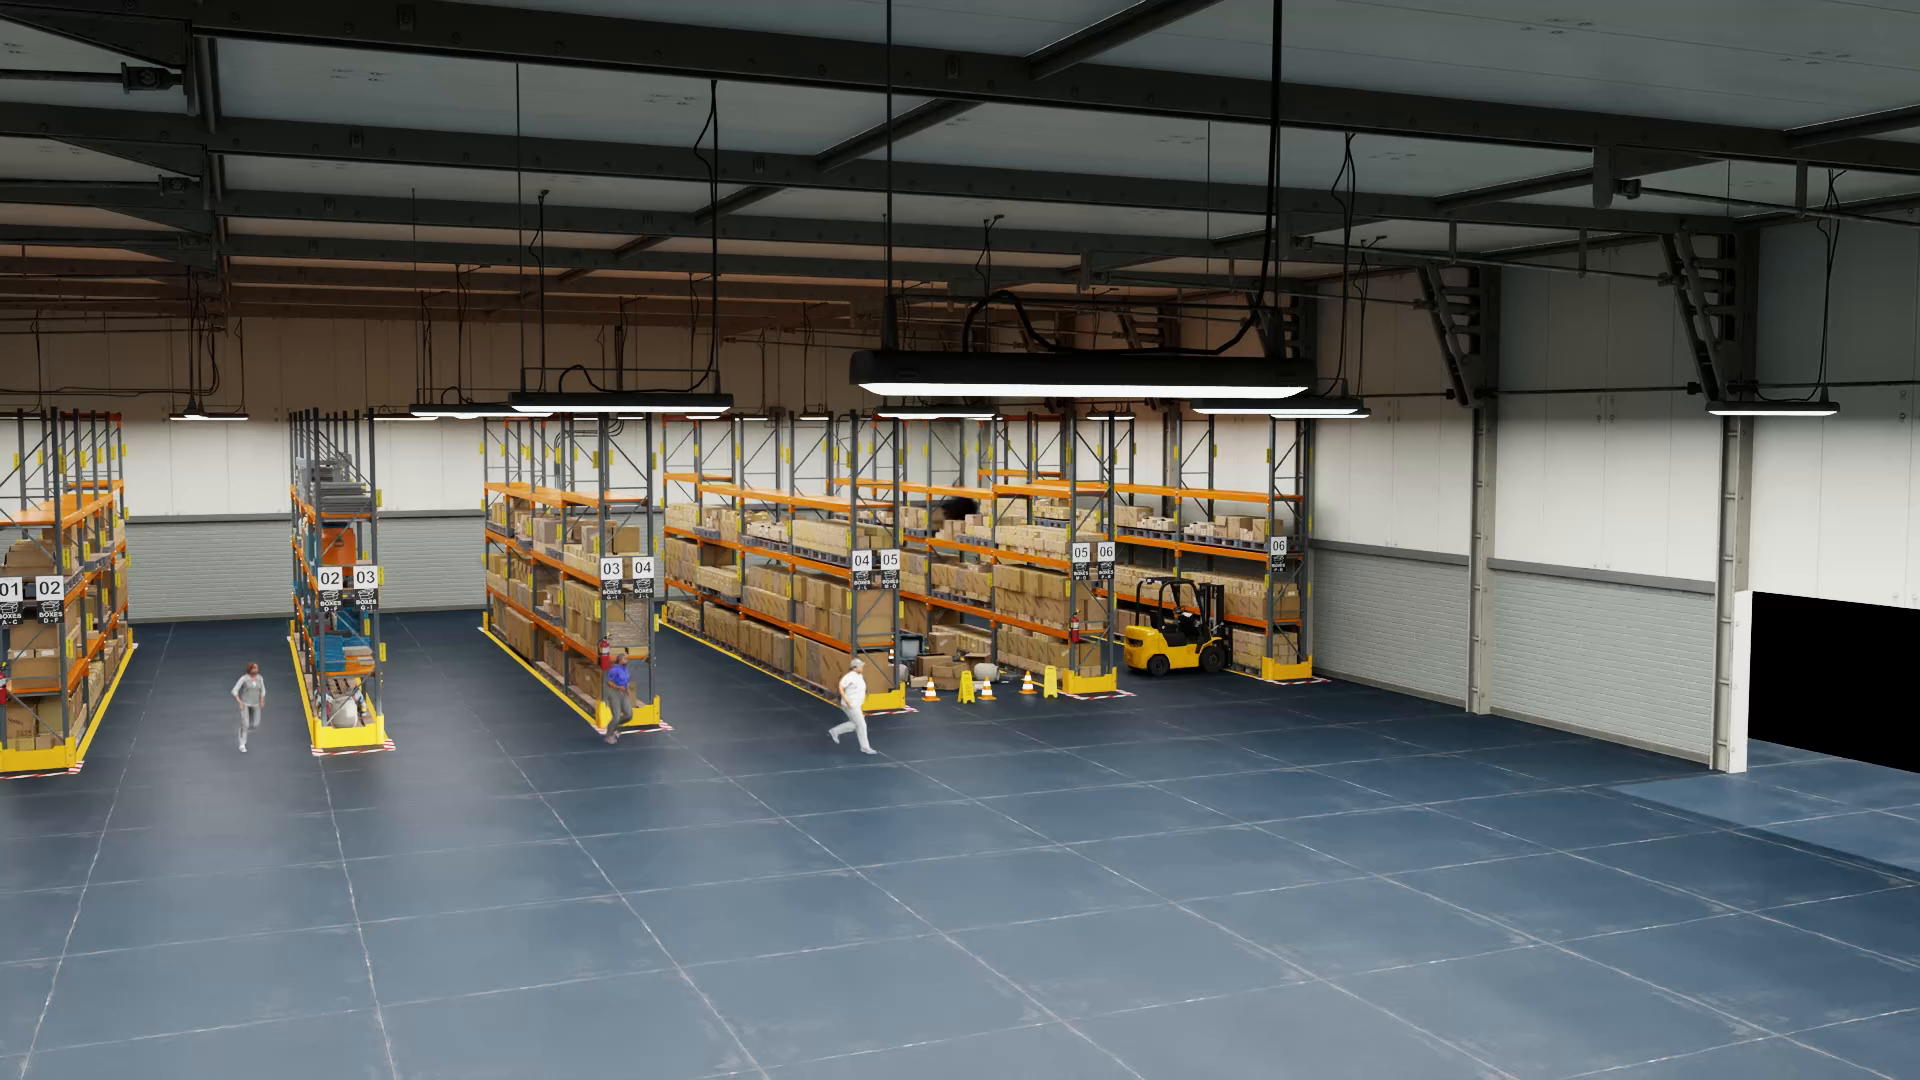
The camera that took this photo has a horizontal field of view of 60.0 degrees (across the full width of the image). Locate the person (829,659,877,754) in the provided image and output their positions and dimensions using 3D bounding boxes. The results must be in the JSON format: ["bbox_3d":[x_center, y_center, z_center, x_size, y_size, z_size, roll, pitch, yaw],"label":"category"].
[{"bbox_3d":[-1.883,2.886,28.948,0.879,1.662,0.630,1,4,17],"label":"person"}]

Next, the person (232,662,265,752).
[{"bbox_3d":[-12.509,2.925,29.279,0.582,1.535,0.506,-4,5,-43],"label":"person"}]

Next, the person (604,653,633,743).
[{"bbox_3d":[-6.108,2.834,30.004,0.521,1.586,0.581,2,5,30],"label":"person"}]
